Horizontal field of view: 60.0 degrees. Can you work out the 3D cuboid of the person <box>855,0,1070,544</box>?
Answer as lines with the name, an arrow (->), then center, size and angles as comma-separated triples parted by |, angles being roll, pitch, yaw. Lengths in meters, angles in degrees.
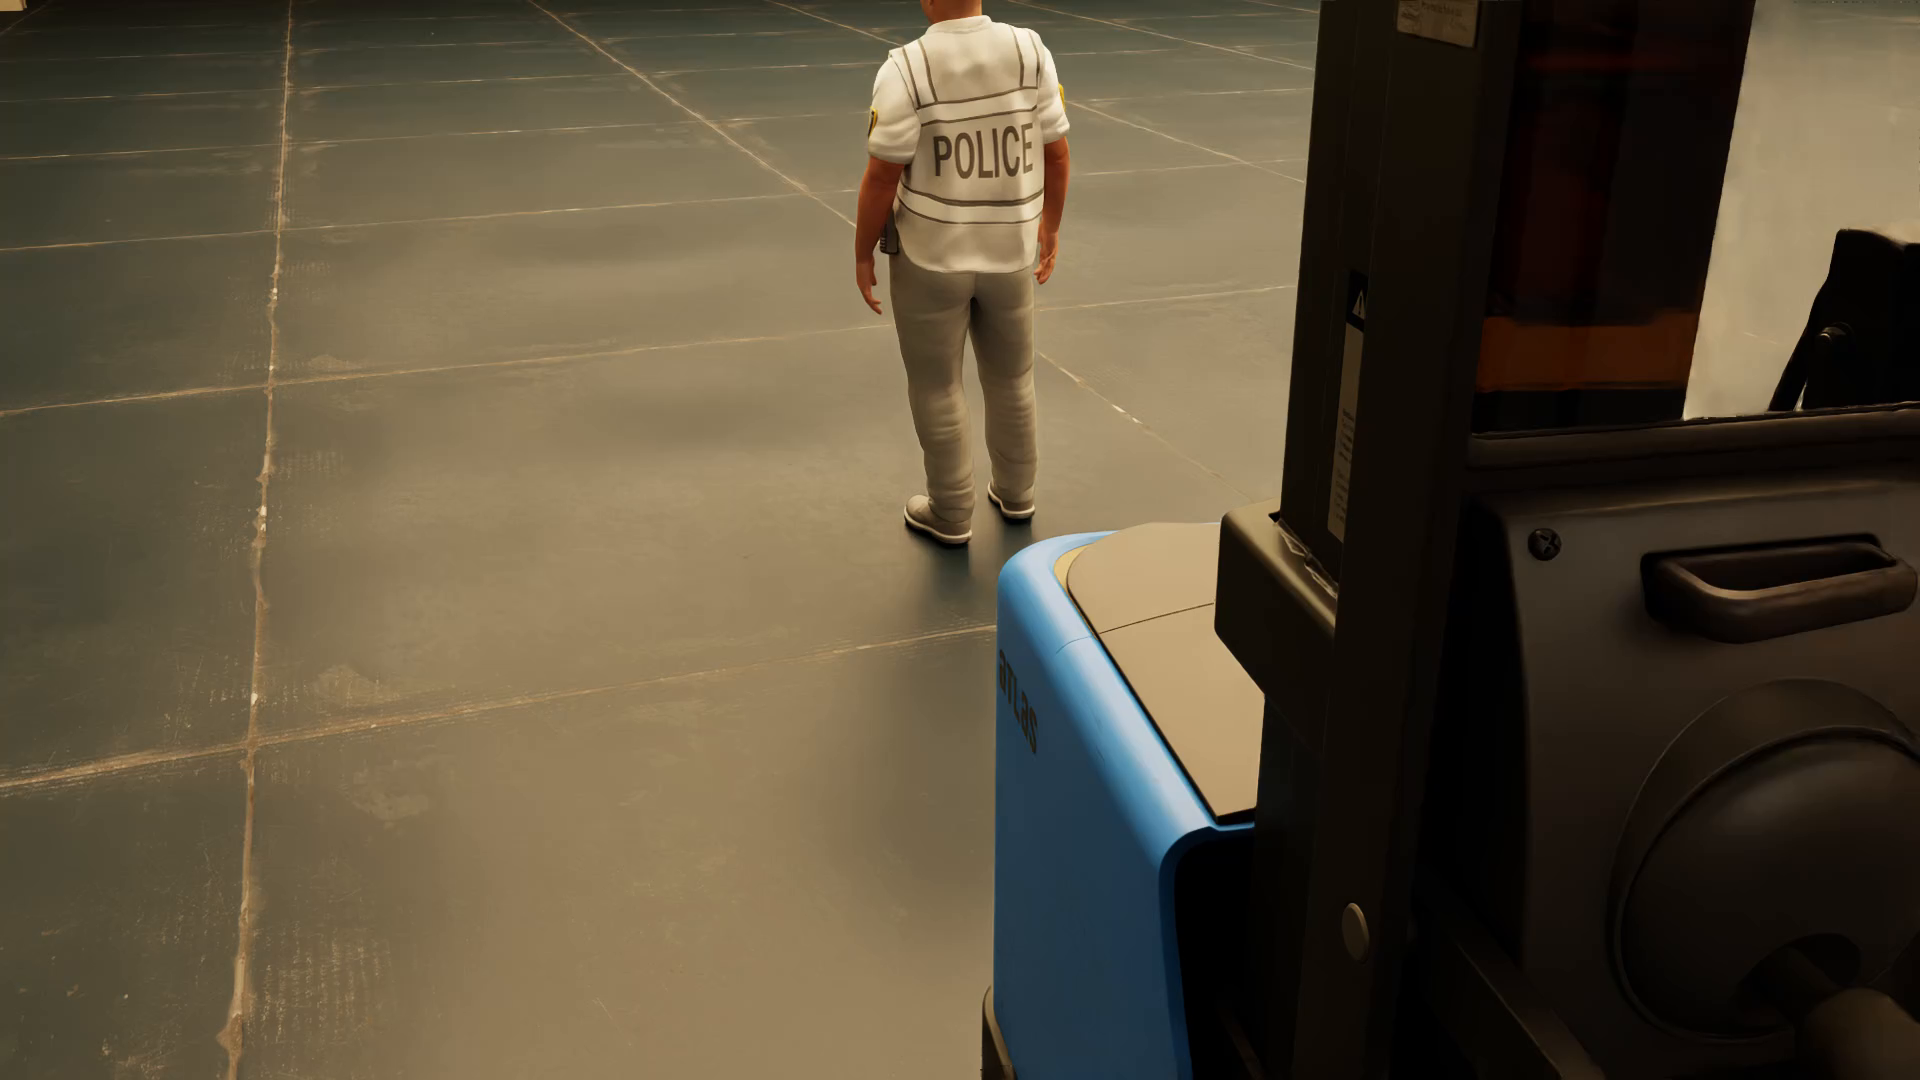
person -> -0.016, -0.859, 4.802 | 0.641, 1.780, 0.574 | -8, 24, -18

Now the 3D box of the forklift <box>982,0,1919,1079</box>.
forklift -> 0.839, 0.155, 0.930 | 1.130, 2.935, 3.031 | -5, 23, -11
